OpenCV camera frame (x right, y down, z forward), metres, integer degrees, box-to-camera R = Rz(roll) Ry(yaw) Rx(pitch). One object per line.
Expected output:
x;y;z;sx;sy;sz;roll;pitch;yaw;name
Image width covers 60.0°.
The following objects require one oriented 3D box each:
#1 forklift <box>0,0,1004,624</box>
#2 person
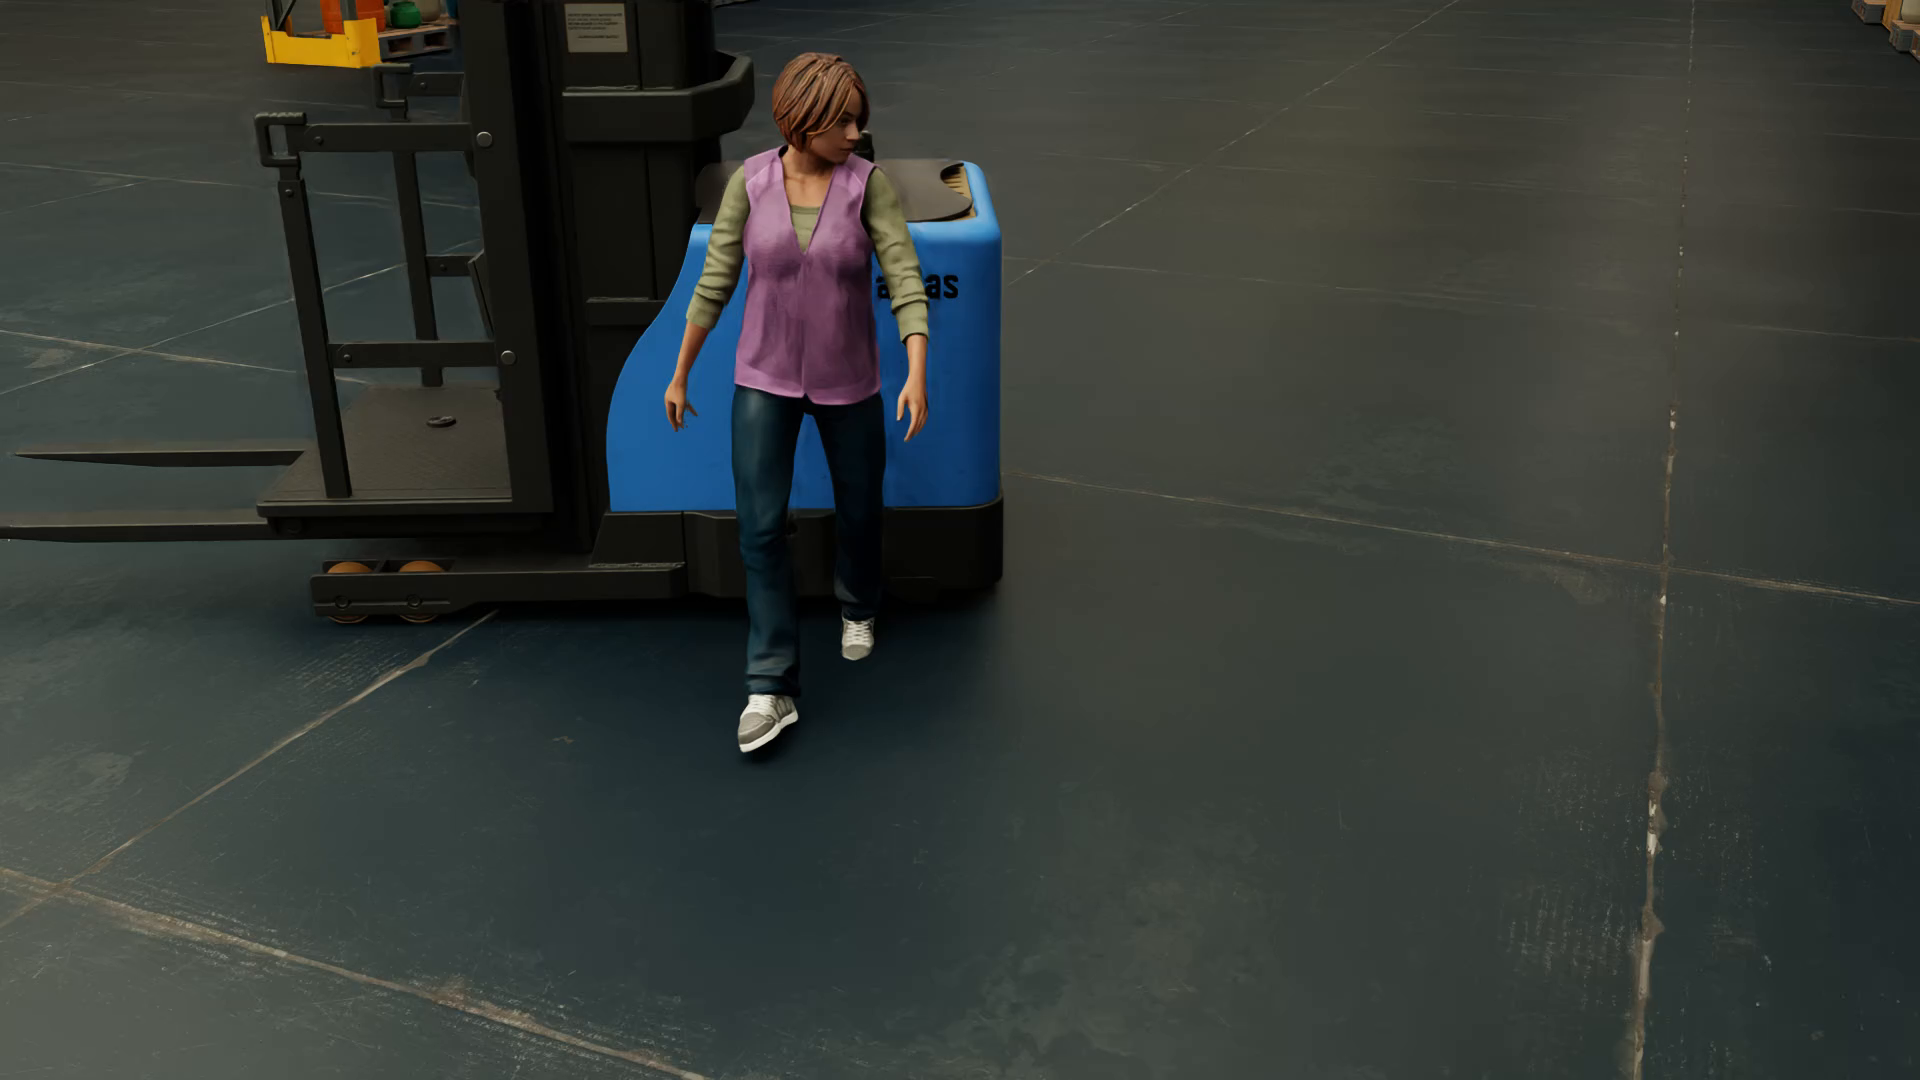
-1.411;-1.331;4.477;3.031;2.935;1.130;-1;23;-2;forklift
-0.384;-0.306;3.892;0.627;1.590;0.799;-2;23;-4;person
